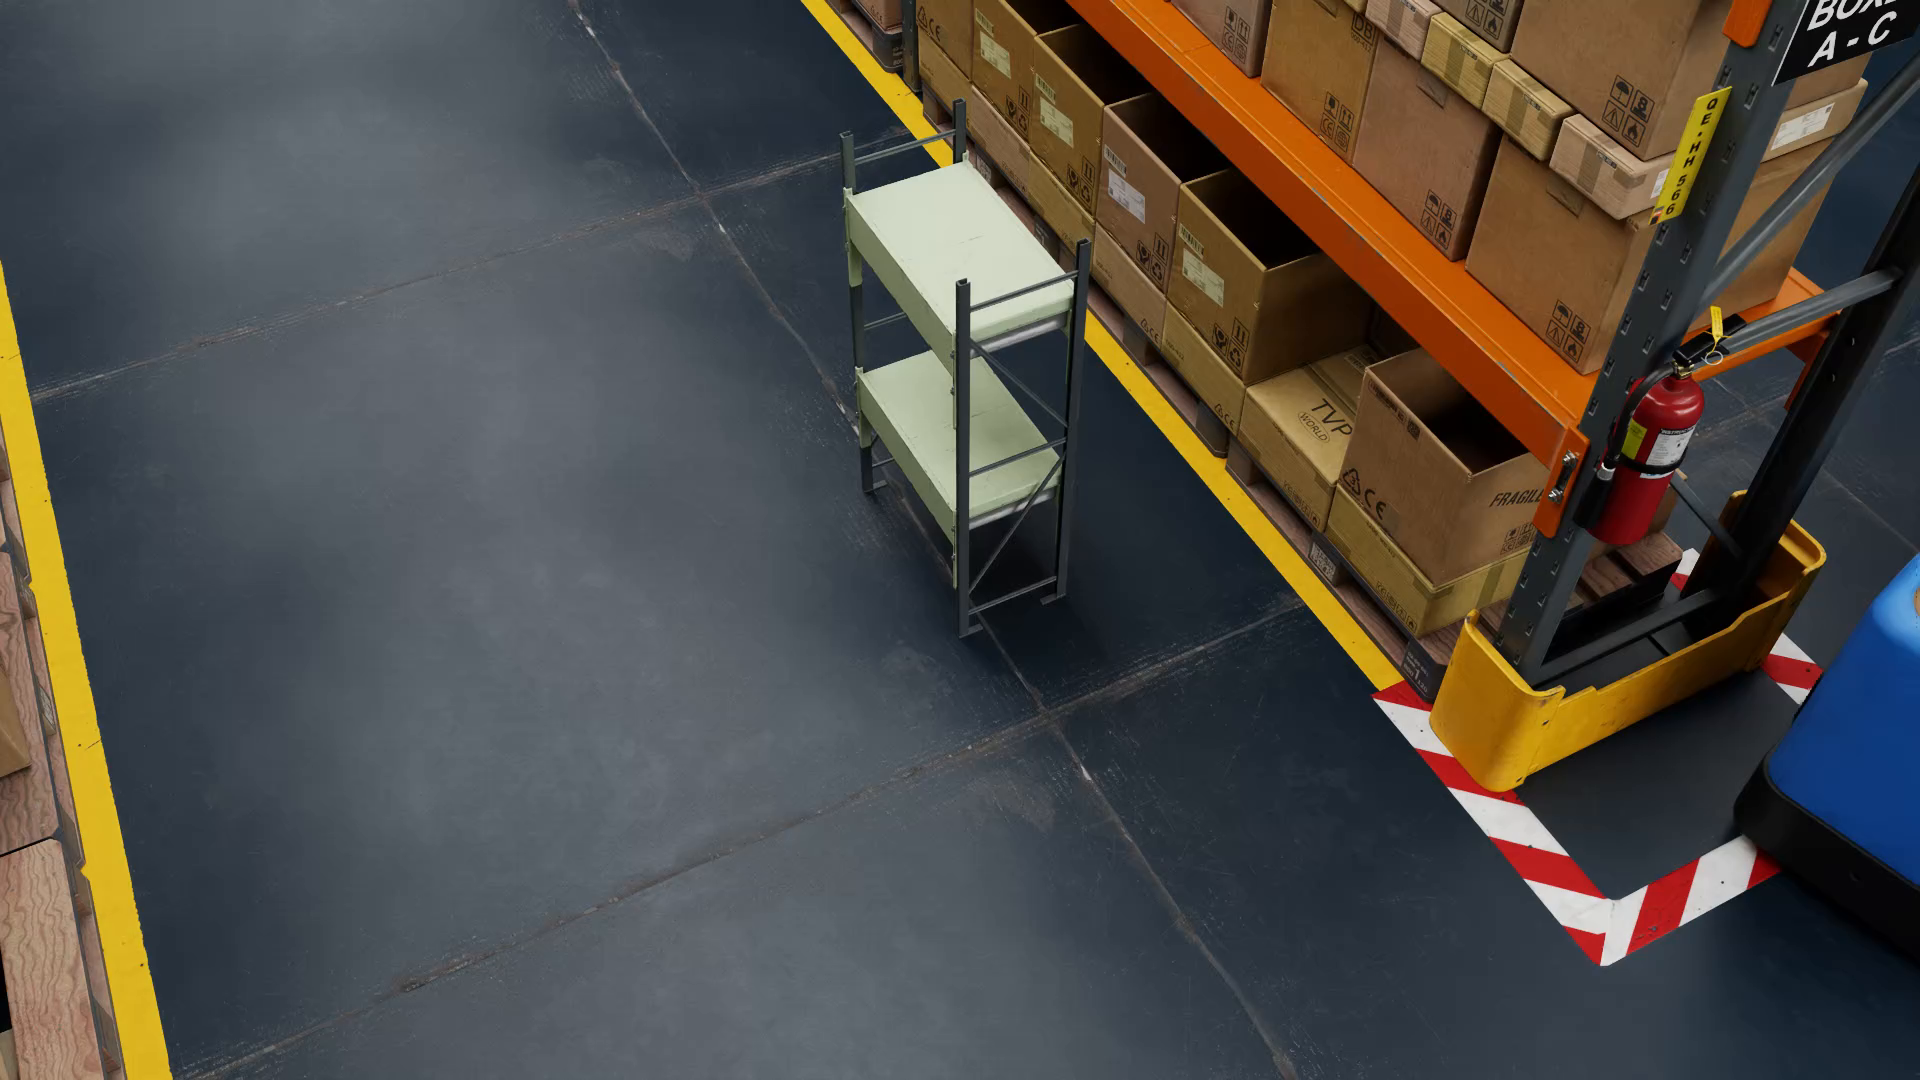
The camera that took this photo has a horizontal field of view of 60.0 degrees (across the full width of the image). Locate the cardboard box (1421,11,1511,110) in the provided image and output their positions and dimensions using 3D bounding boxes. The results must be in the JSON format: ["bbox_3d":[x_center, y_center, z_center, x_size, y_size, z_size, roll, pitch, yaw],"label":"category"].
[{"bbox_3d":[1.461,-1.314,4.410,0.380,0.149,0.250,-22,52,-18],"label":"cardboard box"}]

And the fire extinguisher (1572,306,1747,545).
[{"bbox_3d":[1.685,-0.268,4.043,0.296,0.674,0.183,-21,52,-18],"label":"fire extinguisher"}]

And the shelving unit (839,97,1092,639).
[{"bbox_3d":[0.003,-0.489,5.182,0.431,1.500,0.755,-21,52,-18],"label":"shelving unit"}]

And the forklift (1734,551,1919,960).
[{"bbox_3d":[3.726,-0.569,4.301,3.031,2.935,1.130,-34,57,-26],"label":"forklift"}]

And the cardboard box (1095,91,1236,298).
[{"bbox_3d":[0.836,-1.268,5.916,0.500,0.500,0.500,-21,52,-18],"label":"cardboard box"}]

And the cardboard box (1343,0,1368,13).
[{"bbox_3d":[1.228,-1.659,4.711,0.380,0.149,0.250,-20,52,-16],"label":"cardboard box"}]

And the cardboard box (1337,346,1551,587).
[{"bbox_3d":[1.534,-0.268,5.042,0.500,0.500,0.500,-21,52,-18],"label":"cardboard box"}]

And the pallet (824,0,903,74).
[{"bbox_3d":[-0.158,-2.771,8.033,1.003,0.211,1.213,-21,52,-18],"label":"pallet"}]

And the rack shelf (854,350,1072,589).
[{"bbox_3d":[0.003,-0.275,5.427,0.431,0.370,0.720,-21,52,-18],"label":"rack shelf"}]

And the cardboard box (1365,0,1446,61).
[{"bbox_3d":[1.348,-1.484,4.557,0.380,0.149,0.250,-21,52,-17],"label":"cardboard box"}]

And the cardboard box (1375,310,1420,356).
[{"bbox_3d":[1.766,-0.782,5.490,0.500,0.500,0.500,-21,52,-18],"label":"cardboard box"}]

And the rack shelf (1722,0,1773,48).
[{"bbox_3d":[1.129,-2.621,4.535,1.077,0.370,4.000,-21,52,-18],"label":"rack shelf"}]

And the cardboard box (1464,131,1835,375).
[{"bbox_3d":[1.842,-0.882,4.462,0.700,0.500,0.500,-21,52,-18],"label":"cardboard box"}]

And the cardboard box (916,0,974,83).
[{"bbox_3d":[0.147,-2.271,6.793,0.500,0.500,0.500,-21,52,-18],"label":"cardboard box"}]

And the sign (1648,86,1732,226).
[{"bbox_3d":[1.555,-0.814,3.542,0.100,0.325,0.005,-21,52,-18],"label":"sign"}]

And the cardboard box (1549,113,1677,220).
[{"bbox_3d":[1.700,-0.969,4.107,0.380,0.149,0.250,-22,52,-18],"label":"cardboard box"}]

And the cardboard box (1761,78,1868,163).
[{"bbox_3d":[2.056,-1.115,4.235,0.380,0.149,0.250,-22,52,-18],"label":"cardboard box"}]

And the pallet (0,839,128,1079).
[{"bbox_3d":[-2.734,1.488,4.308,1.003,0.211,1.213,-21,52,-18],"label":"pallet"}]

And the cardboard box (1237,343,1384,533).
[{"bbox_3d":[1.296,-0.353,5.614,0.500,0.250,0.500,-21,52,-18],"label":"cardboard box"}]

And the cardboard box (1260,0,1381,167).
[{"bbox_3d":[1.375,-1.566,5.060,0.700,0.500,0.500,-21,52,-17],"label":"cardboard box"}]

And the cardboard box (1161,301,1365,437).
[{"bbox_3d":[1.066,-0.687,5.906,0.500,0.250,0.500,-21,52,-18],"label":"cardboard box"}]

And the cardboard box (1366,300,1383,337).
[{"bbox_3d":[1.525,-1.112,5.779,0.500,0.500,0.500,-21,52,-18],"label":"cardboard box"}]

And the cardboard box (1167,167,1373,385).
[{"bbox_3d":[1.063,-0.933,5.623,0.500,0.500,0.500,-21,52,-18],"label":"cardboard box"}]

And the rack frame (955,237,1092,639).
[{"bbox_3d":[0.171,-0.244,4.967,0.400,1.500,0.023,-21,52,-18],"label":"rack frame"}]

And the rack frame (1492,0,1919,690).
[{"bbox_3d":[2.044,-0.532,4.223,1.000,3.000,0.127,-21,52,-18],"label":"rack frame"}]

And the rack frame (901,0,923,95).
[{"bbox_3d":[0.213,-3.209,6.564,1.000,3.000,0.127,-21,52,-18],"label":"rack frame"}]

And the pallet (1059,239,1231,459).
[{"bbox_3d":[1.102,-0.927,6.420,1.003,0.211,1.213,-21,52,-18],"label":"pallet"}]

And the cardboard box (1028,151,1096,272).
[{"bbox_3d":[0.605,-1.355,6.490,0.500,0.250,0.500,-21,52,-18],"label":"cardboard box"}]

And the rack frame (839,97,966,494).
[{"bbox_3d":[-0.164,-0.734,5.396,0.400,1.500,0.023,-21,52,-18],"label":"rack frame"}]

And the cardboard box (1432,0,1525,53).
[{"bbox_3d":[1.572,-1.695,4.311,0.700,0.500,0.500,-22,53,-18],"label":"cardboard box"}]

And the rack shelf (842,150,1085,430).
[{"bbox_3d":[0.003,-0.746,4.888,0.431,0.370,0.720,-21,52,-18],"label":"rack shelf"}]

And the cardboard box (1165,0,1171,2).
[{"bbox_3d":[0.895,-2.259,5.667,0.700,0.500,0.500,-20,52,-17],"label":"cardboard box"}]

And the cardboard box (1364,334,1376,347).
[{"bbox_3d":[1.536,-0.869,6.065,0.500,0.250,0.500,-21,52,-18],"label":"cardboard box"}]

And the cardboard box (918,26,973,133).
[{"bbox_3d":[0.156,-2.027,7.078,0.500,0.250,0.500,-21,52,-18],"label":"cardboard box"}]

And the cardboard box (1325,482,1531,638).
[{"bbox_3d":[1.536,-0.022,5.324,0.500,0.250,0.500,-21,52,-18],"label":"cardboard box"}]

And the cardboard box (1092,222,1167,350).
[{"bbox_3d":[0.839,-1.022,6.199,0.500,0.250,0.500,-21,52,-18],"label":"cardboard box"}]

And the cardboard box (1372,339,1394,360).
[{"bbox_3d":[1.764,-0.534,5.772,0.500,0.250,0.500,-21,52,-18],"label":"cardboard box"}]

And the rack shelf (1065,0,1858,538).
[{"bbox_3d":[1.129,-1.634,5.664,1.077,0.370,4.000,-21,52,-18],"label":"rack shelf"}]

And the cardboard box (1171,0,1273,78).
[{"bbox_3d":[1.131,-1.917,5.368,0.700,0.500,0.500,-20,52,-16],"label":"cardboard box"}]

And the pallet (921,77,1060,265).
[{"bbox_3d":[0.540,-1.745,7.136,1.003,0.211,1.213,-21,52,-18],"label":"pallet"}]

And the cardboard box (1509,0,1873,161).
[{"bbox_3d":[1.817,-1.344,4.005,0.700,0.500,0.500,-21,52,-17],"label":"cardboard box"}]

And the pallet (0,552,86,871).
[{"bbox_3d":[-3.288,0.672,5.022,1.003,0.211,1.213,-21,52,-18],"label":"pallet"}]

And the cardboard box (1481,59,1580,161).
[{"bbox_3d":[1.579,-1.143,4.260,0.380,0.149,0.250,-20,52,-17],"label":"cardboard box"}]

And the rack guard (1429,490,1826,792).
[{"bbox_3d":[2.055,0.307,5.149,1.175,0.500,0.348,-21,52,-18],"label":"rack guard"}]

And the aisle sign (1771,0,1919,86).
[{"bbox_3d":[1.813,-1.243,3.117,0.394,0.787,0.004,-21,52,-18],"label":"aisle sign"}]

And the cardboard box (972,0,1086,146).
[{"bbox_3d":[0.383,-1.939,6.503,0.500,0.500,0.500,-21,52,-18],"label":"cardboard box"}]

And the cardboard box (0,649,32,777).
[{"bbox_3d":[-3.148,0.471,4.714,0.700,0.500,0.500,-24,53,-20],"label":"cardboard box"}]

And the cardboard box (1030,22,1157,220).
[{"bbox_3d":[0.605,-1.602,6.208,0.500,0.500,0.500,-21,52,-18],"label":"cardboard box"}]

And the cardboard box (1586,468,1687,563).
[{"bbox_3d":[1.996,-0.201,5.480,0.500,0.250,0.500,-21,52,-18],"label":"cardboard box"}]

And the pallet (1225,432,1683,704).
[{"bbox_3d":[1.657,-0.112,5.707,1.003,0.211,1.213,-21,52,-18],"label":"pallet"}]

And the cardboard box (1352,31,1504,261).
[{"bbox_3d":[1.597,-1.232,4.768,0.700,0.500,0.500,-20,52,-17],"label":"cardboard box"}]

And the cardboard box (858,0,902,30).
[{"bbox_3d":[-0.234,-2.620,7.596,0.500,0.250,0.500,-22,52,-18],"label":"cardboard box"}]

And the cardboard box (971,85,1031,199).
[{"bbox_3d":[0.380,-1.691,6.784,0.500,0.250,0.500,-21,52,-18],"label":"cardboard box"}]

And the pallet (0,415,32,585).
[{"bbox_3d":[-3.851,-0.145,5.737,1.003,0.211,1.213,-21,52,-18],"label":"pallet"}]
